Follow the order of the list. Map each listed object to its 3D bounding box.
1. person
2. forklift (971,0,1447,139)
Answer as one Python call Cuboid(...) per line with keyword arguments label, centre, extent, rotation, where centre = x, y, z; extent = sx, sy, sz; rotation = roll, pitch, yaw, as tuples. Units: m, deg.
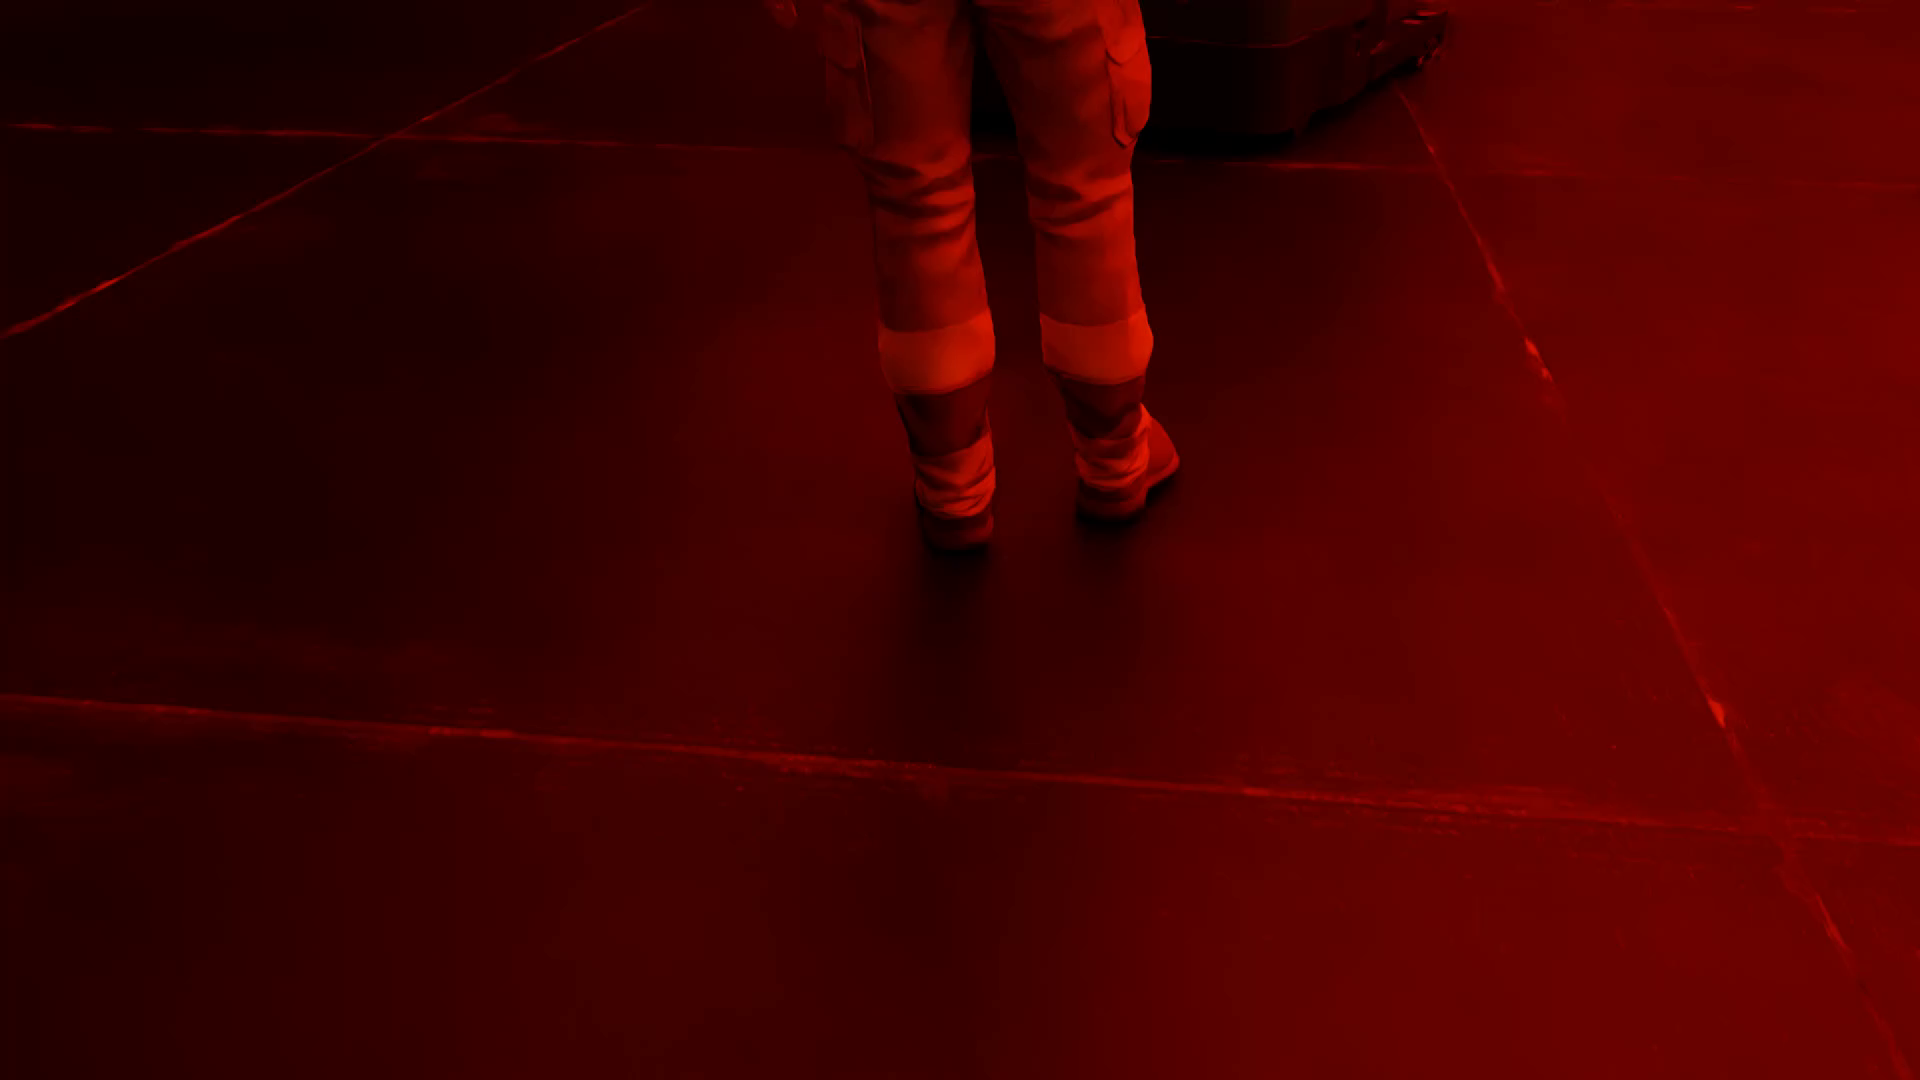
Cuboid(label="person", centre=(0.022, -0.842, 2.168), extent=(0.637, 1.787, 0.563), rotation=(3, 27, 7))
Cuboid(label="forklift", centre=(1.093, -3.047, 5.325), extent=(1.130, 2.935, 3.031), rotation=(13, 29, 24))
